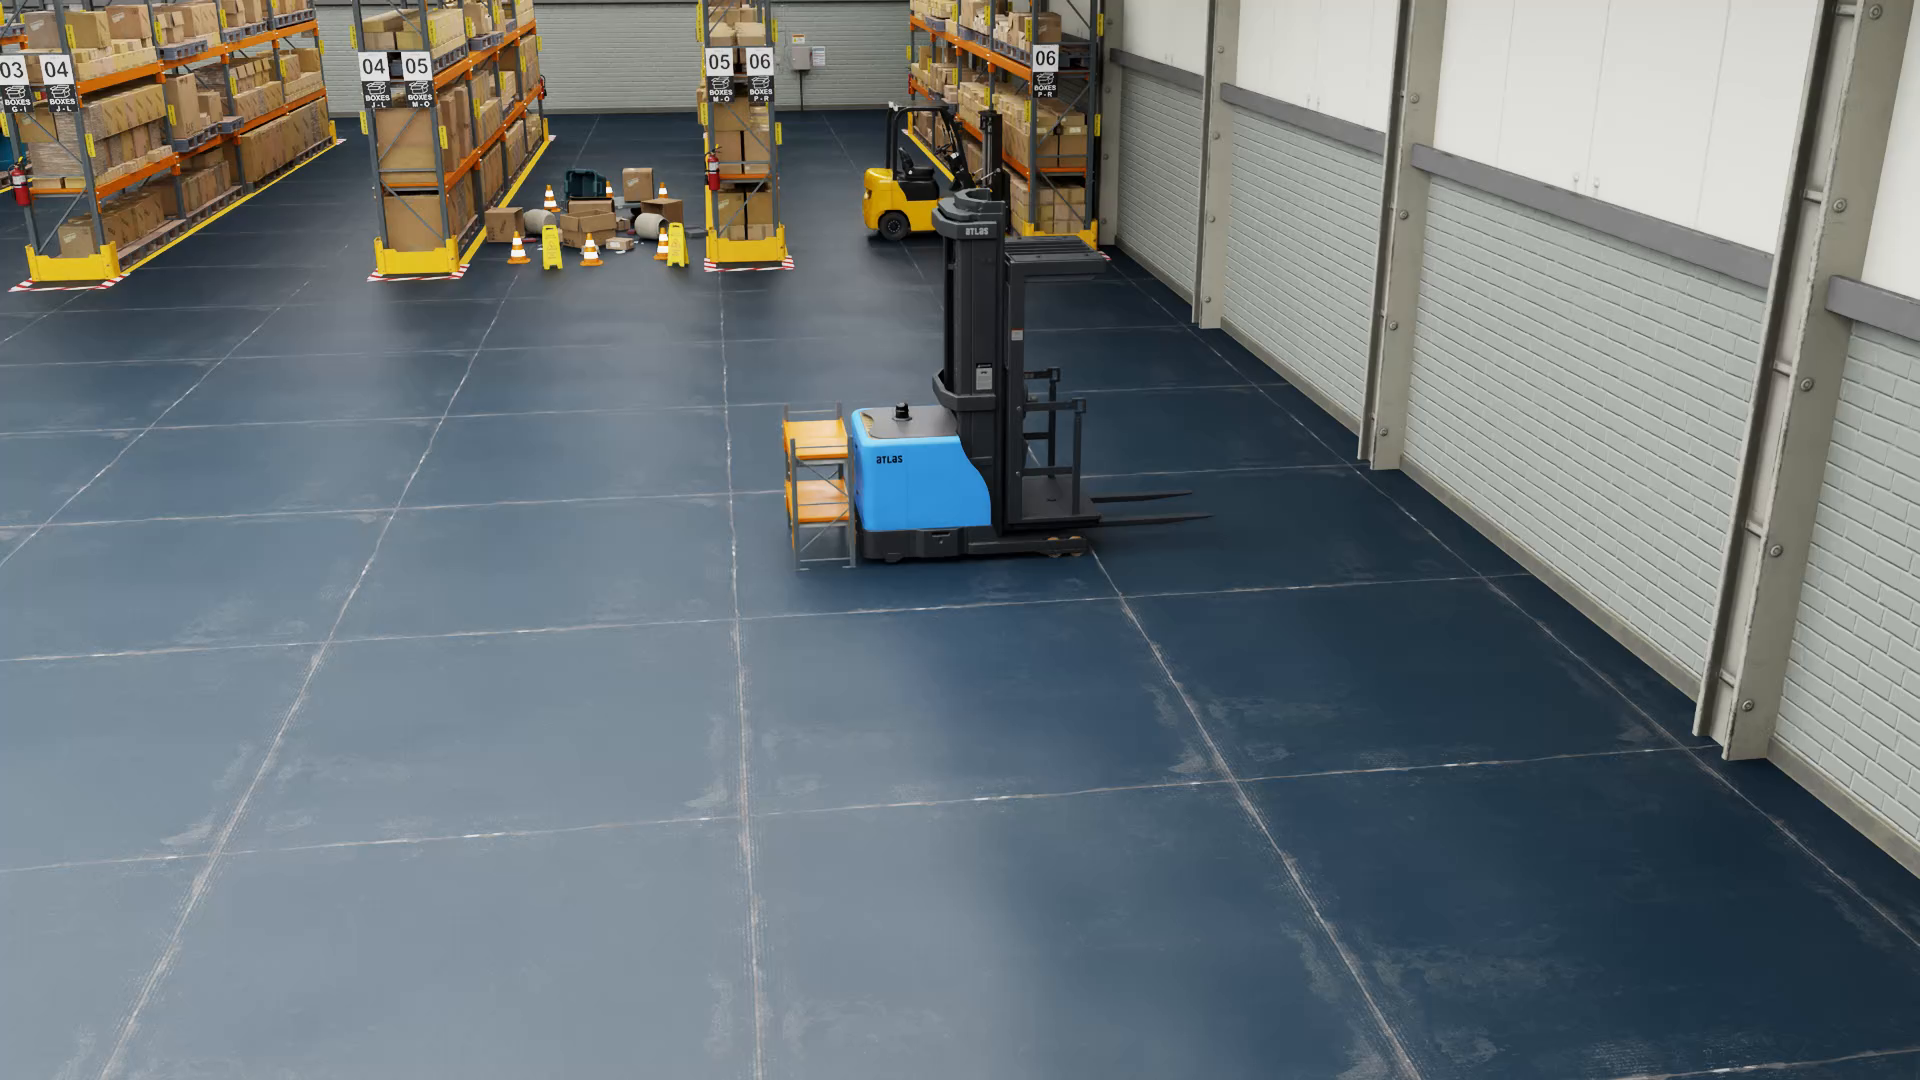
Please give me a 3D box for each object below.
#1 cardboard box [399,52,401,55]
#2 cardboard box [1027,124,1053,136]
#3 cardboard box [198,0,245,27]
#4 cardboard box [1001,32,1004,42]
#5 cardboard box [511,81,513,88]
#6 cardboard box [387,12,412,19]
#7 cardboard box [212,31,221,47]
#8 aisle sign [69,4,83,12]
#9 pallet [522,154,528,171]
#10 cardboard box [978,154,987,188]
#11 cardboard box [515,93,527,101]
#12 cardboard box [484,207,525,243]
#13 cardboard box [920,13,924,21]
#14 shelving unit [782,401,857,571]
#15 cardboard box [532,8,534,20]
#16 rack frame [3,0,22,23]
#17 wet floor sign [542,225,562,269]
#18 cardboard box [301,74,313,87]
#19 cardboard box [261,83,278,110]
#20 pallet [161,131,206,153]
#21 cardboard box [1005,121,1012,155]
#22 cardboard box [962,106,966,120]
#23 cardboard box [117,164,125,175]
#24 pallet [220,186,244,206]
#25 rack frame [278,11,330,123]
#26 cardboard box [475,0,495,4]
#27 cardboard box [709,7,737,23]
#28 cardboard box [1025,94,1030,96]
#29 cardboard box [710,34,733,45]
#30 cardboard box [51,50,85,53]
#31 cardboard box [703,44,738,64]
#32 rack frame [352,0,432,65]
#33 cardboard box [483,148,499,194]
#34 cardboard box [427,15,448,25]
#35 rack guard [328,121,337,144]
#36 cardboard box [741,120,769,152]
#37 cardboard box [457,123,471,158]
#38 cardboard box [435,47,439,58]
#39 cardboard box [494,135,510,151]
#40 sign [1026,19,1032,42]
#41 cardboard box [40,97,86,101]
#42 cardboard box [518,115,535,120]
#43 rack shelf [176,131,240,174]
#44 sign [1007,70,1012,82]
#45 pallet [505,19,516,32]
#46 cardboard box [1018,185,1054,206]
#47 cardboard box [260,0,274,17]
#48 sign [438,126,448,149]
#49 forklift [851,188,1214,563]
[{"bbox_3d":[-8.730,-7.473,25.342,0.380,0.149,0.250,-3,21,-9],"label":"cardboard box"},{"bbox_3d":[1.268,-6.485,26.296,0.380,0.149,0.250,-3,21,-7],"label":"cardboard box"},{"bbox_3d":[-14.591,-10.403,32.822,0.797,0.503,0.637,-3,21,-8],"label":"cardboard box"},{"bbox_3d":[0.894,-8.507,28.110,0.380,0.149,0.250,-2,21,-6],"label":"cardboard box"},{"bbox_3d":[-9.605,-9.560,34.933,0.380,0.149,0.250,-2,21,-5],"label":"cardboard box"},{"bbox_3d":[-8.911,-8.285,26.376,0.380,0.149,0.250,-3,21,-7],"label":"cardboard box"},{"bbox_3d":[-13.965,-9.229,30.641,0.500,0.250,0.500,-3,21,-8],"label":"cardboard box"},{"bbox_3d":[-20.051,-11.824,37.946,0.394,0.787,0.004,-3,21,-8],"label":"aisle sign"},{"bbox_3d":[-9.816,-8.071,35.598,1.003,0.211,1.213,-3,21,-8],"label":"pallet"},{"bbox_3d":[0.828,-6.946,31.396,0.875,0.625,0.625,-3,21,-8],"label":"cardboard box"},{"bbox_3d":[-9.647,-9.643,36.182,0.380,0.149,0.250,-2,21,-6],"label":"cardboard box"},{"bbox_3d":[-7.537,-5.221,27.552,0.500,0.500,0.500,1,20,2],"label":"cardboard box"},{"bbox_3d":[-0.730,-12.112,38.503,0.380,0.149,0.250,-2,21,-7],"label":"cardboard box"},{"bbox_3d":[-1.184,-0.467,13.933,0.538,1.125,1.048,-3,21,-8],"label":"shelving unit"},{"bbox_3d":[-10.179,-12.222,38.655,0.500,0.250,0.500,-3,21,-9],"label":"cardboard box"},{"bbox_3d":[-19.754,-11.992,33.537,1.000,3.000,0.127,-3,21,-8],"label":"rack frame"},{"bbox_3d":[-6.236,-4.479,25.360,0.267,0.644,0.232,-7,21,-17],"label":"wet floor sign"},{"bbox_3d":[-14.950,-10.379,37.582,0.500,0.250,0.500,-4,21,-10],"label":"cardboard box"},{"bbox_3d":[-14.450,-9.158,34.381,0.500,0.500,0.500,-2,21,-6],"label":"cardboard box"},{"bbox_3d":[-13.665,-6.844,28.601,1.003,0.211,1.213,-3,21,-8],"label":"pallet"},{"bbox_3d":[1.041,-6.763,27.968,0.500,0.500,0.500,-3,21,-7],"label":"cardboard box"},{"bbox_3d":[0.332,-8.387,32.674,0.500,0.250,0.500,-3,21,-9],"label":"cardboard box"},{"bbox_3d":[-13.115,-5.702,25.629,0.380,0.149,0.250,-3,21,-8],"label":"cardboard box"},{"bbox_3d":[-14.165,-6.470,31.310,1.003,0.211,1.213,-3,21,-8],"label":"pallet"},{"bbox_3d":[-15.429,-10.816,38.963,1.000,3.000,0.127,-3,21,-8],"label":"rack frame"},{"bbox_3d":[-9.289,-10.491,32.568,0.396,0.266,0.258,-3,21,-8],"label":"cardboard box"},{"bbox_3d":[-4.271,-9.474,29.981,0.500,0.250,0.500,-3,21,-7],"label":"cardboard box"},{"bbox_3d":[1.364,-7.808,29.413,0.380,0.149,0.250,-3,21,-8],"label":"cardboard box"},{"bbox_3d":[-3.656,-7.631,25.367,0.380,0.149,0.250,-3,21,-7],"label":"cardboard box"},{"bbox_3d":[-13.033,-7.081,24.320,0.380,0.149,0.250,-3,21,-9],"label":"cardboard box"},{"bbox_3d":[-3.656,-7.414,25.357,0.500,0.250,0.500,-3,21,-8],"label":"cardboard box"},{"bbox_3d":[-8.200,-8.302,23.657,1.000,3.000,0.127,-3,21,-8],"label":"rack frame"},{"bbox_3d":[-9.225,-6.887,31.057,1.050,0.750,0.750,-3,21,-7],"label":"cardboard box"},{"bbox_3d":[-8.152,-8.057,25.764,0.380,0.149,0.250,-3,21,-7],"label":"cardboard box"},{"bbox_3d":[-15.432,-9.654,39.423,1.175,0.500,0.348,-3,21,-8],"label":"rack guard"},{"bbox_3d":[-3.262,-6.496,26.828,0.500,0.500,0.500,-3,21,-9],"label":"cardboard box"},{"bbox_3d":[-8.610,-6.631,27.542,0.875,0.550,0.550,-3,21,-8],"label":"cardboard box"},{"bbox_3d":[-7.969,-7.246,24.733,0.380,0.149,0.250,-3,21,-7],"label":"cardboard box"},{"bbox_3d":[-9.213,-7.890,33.028,0.500,0.250,0.500,-4,21,-10],"label":"cardboard box"},{"bbox_3d":[1.056,-7.788,25.417,0.100,0.325,0.005,-3,21,-8],"label":"sign"},{"bbox_3d":[-13.594,-6.455,25.290,0.500,0.500,0.500,-3,21,-8],"label":"cardboard box"},{"bbox_3d":[-10.200,-9.911,39.163,0.380,0.149,0.250,-3,21,-7],"label":"cardboard box"},{"bbox_3d":[-13.987,-7.017,29.819,1.077,0.370,4.000,-3,21,-8],"label":"rack shelf"},{"bbox_3d":[0.991,-9.369,33.434,0.100,0.325,0.005,-3,21,-8],"label":"sign"},{"bbox_3d":[-9.946,-10.745,34.753,1.213,0.211,1.003,-3,21,-8],"label":"pallet"},{"bbox_3d":[1.220,-5.549,26.760,0.500,0.250,0.500,-2,21,-6],"label":"cardboard box"},{"bbox_3d":[-15.025,-11.395,35.339,0.700,0.500,0.500,-4,21,-11],"label":"cardboard box"},{"bbox_3d":[-7.650,-5.960,24.611,0.100,0.325,0.005,-3,21,-8],"label":"sign"},{"bbox_3d":[0.622,-1.407,13.869,3.031,2.935,1.130,-3,21,-8],"label":"forklift"}]
